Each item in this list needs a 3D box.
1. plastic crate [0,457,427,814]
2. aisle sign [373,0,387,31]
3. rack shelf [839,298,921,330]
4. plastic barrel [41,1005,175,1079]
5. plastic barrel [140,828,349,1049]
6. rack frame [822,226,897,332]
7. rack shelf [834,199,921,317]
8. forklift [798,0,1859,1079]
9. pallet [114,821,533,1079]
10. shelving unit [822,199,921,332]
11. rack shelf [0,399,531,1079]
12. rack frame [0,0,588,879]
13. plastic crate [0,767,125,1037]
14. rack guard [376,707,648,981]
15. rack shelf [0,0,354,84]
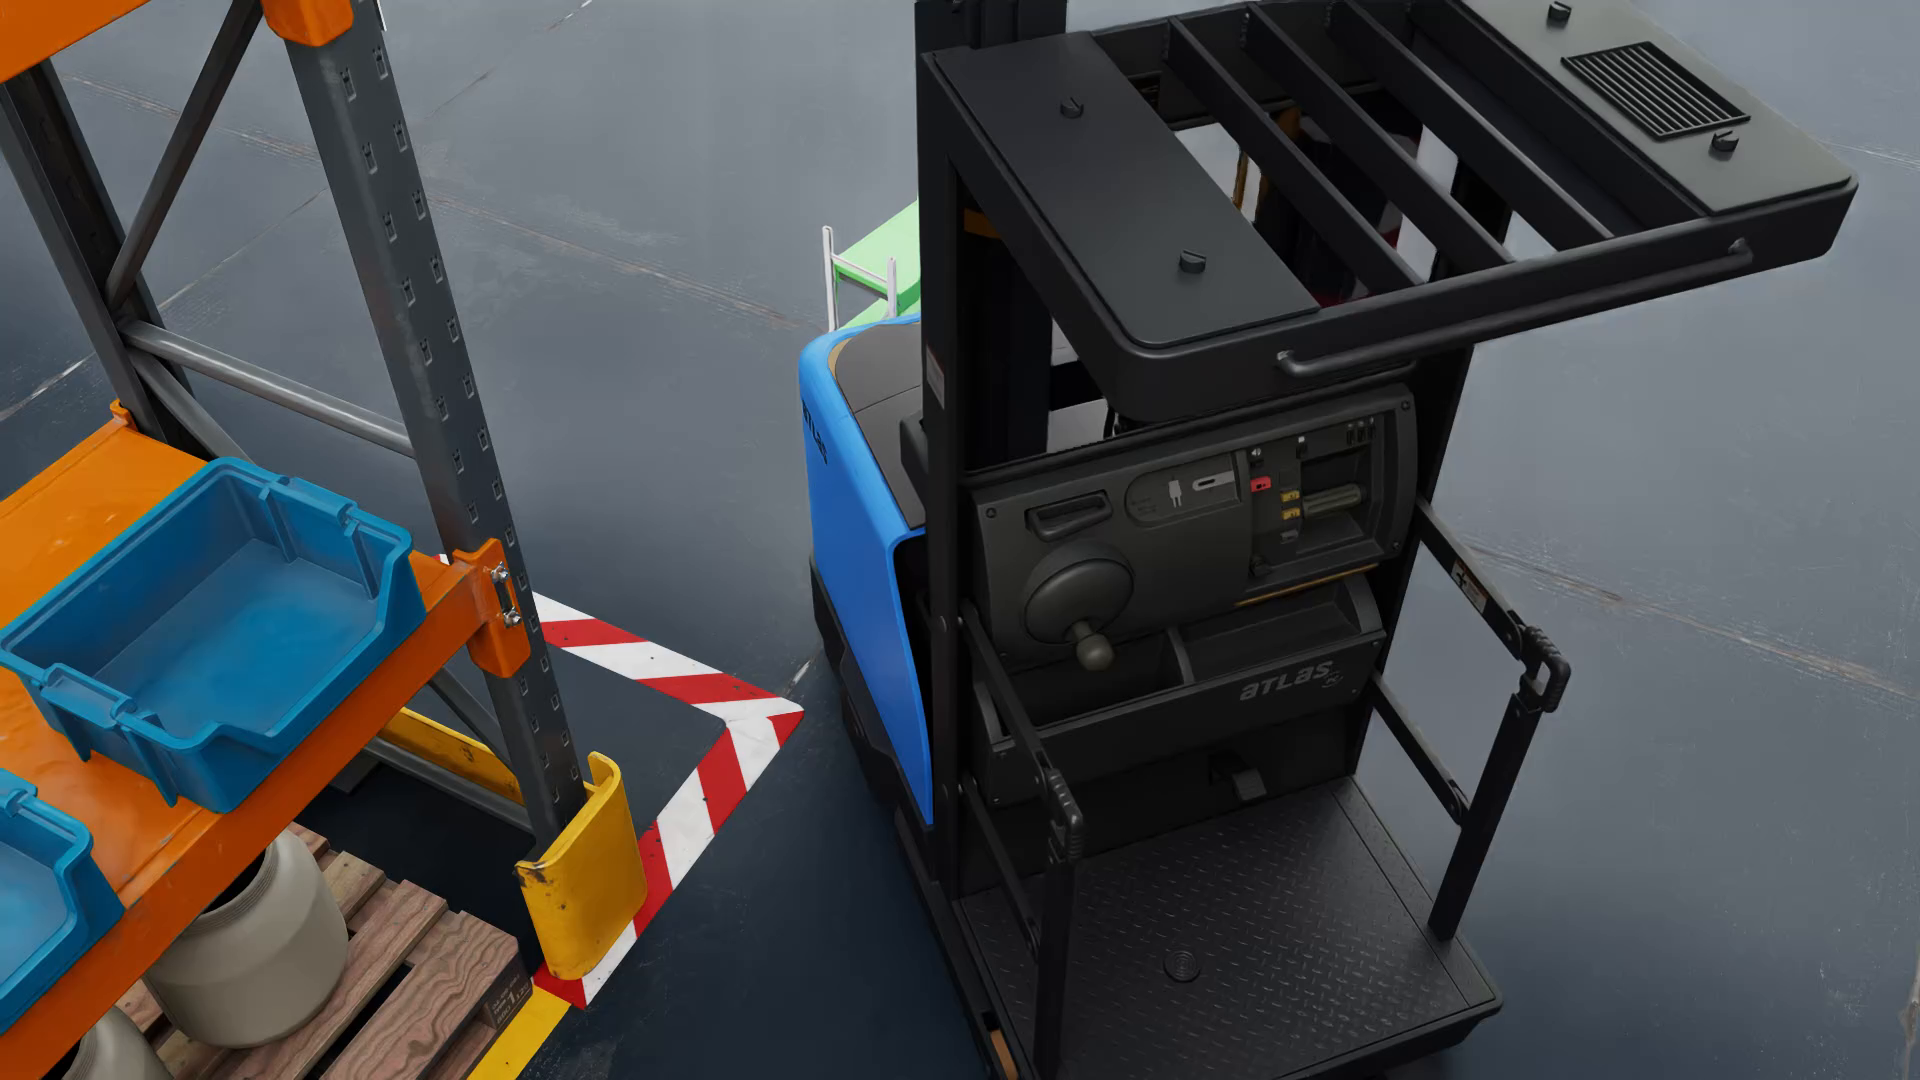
[{"bbox_3d":[-1.362,0.166,3.081,0.499,0.251,0.616,20,49,19],"label":"plastic crate"},{"bbox_3d":[-1.099,-1.161,2.461,0.394,0.787,0.004,20,49,19],"label":"aisle sign"},{"bbox_3d":[-0.113,-0.611,4.762,0.258,0.148,0.480,29,52,26],"label":"rack shelf"},{"bbox_3d":[-1.866,1.182,3.427,0.421,0.512,0.421,0,45,0],"label":"plastic barrel"},{"bbox_3d":[-1.633,0.866,3.739,0.421,0.512,0.421,0,45,0],"label":"plastic barrel"},{"bbox_3d":[-0.263,-0.350,4.753,0.240,1.200,0.015,29,52,26],"label":"rack frame"},{"bbox_3d":[-0.113,-0.779,4.592,0.258,0.148,0.480,29,52,26],"label":"rack shelf"},{"bbox_3d":[0.555,0.073,3.117,1.130,2.935,3.031,-15,47,-14],"label":"forklift"},{"bbox_3d":[-1.771,1.253,3.863,1.003,0.211,1.213,20,49,19],"label":"pallet"},{"bbox_3d":[-0.113,-0.487,4.888,0.258,1.200,0.503,29,52,26],"label":"shelving unit"},{"bbox_3d":[-2.323,1.212,2.448,1.077,0.370,4.000,20,49,19],"label":"rack shelf"},{"bbox_3d":[-1.395,-0.300,3.438,1.000,3.000,0.127,20,49,19],"label":"rack frame"},{"bbox_3d":[-1.669,0.573,2.679,0.499,0.251,0.408,20,49,19],"label":"plastic crate"},{"bbox_3d":[-1.389,0.642,4.264,1.175,0.500,0.348,20,49,19],"label":"rack guard"},{"bbox_3d":[-2.323,0.158,1.382,1.077,0.370,4.000,20,49,19],"label":"rack shelf"}]
